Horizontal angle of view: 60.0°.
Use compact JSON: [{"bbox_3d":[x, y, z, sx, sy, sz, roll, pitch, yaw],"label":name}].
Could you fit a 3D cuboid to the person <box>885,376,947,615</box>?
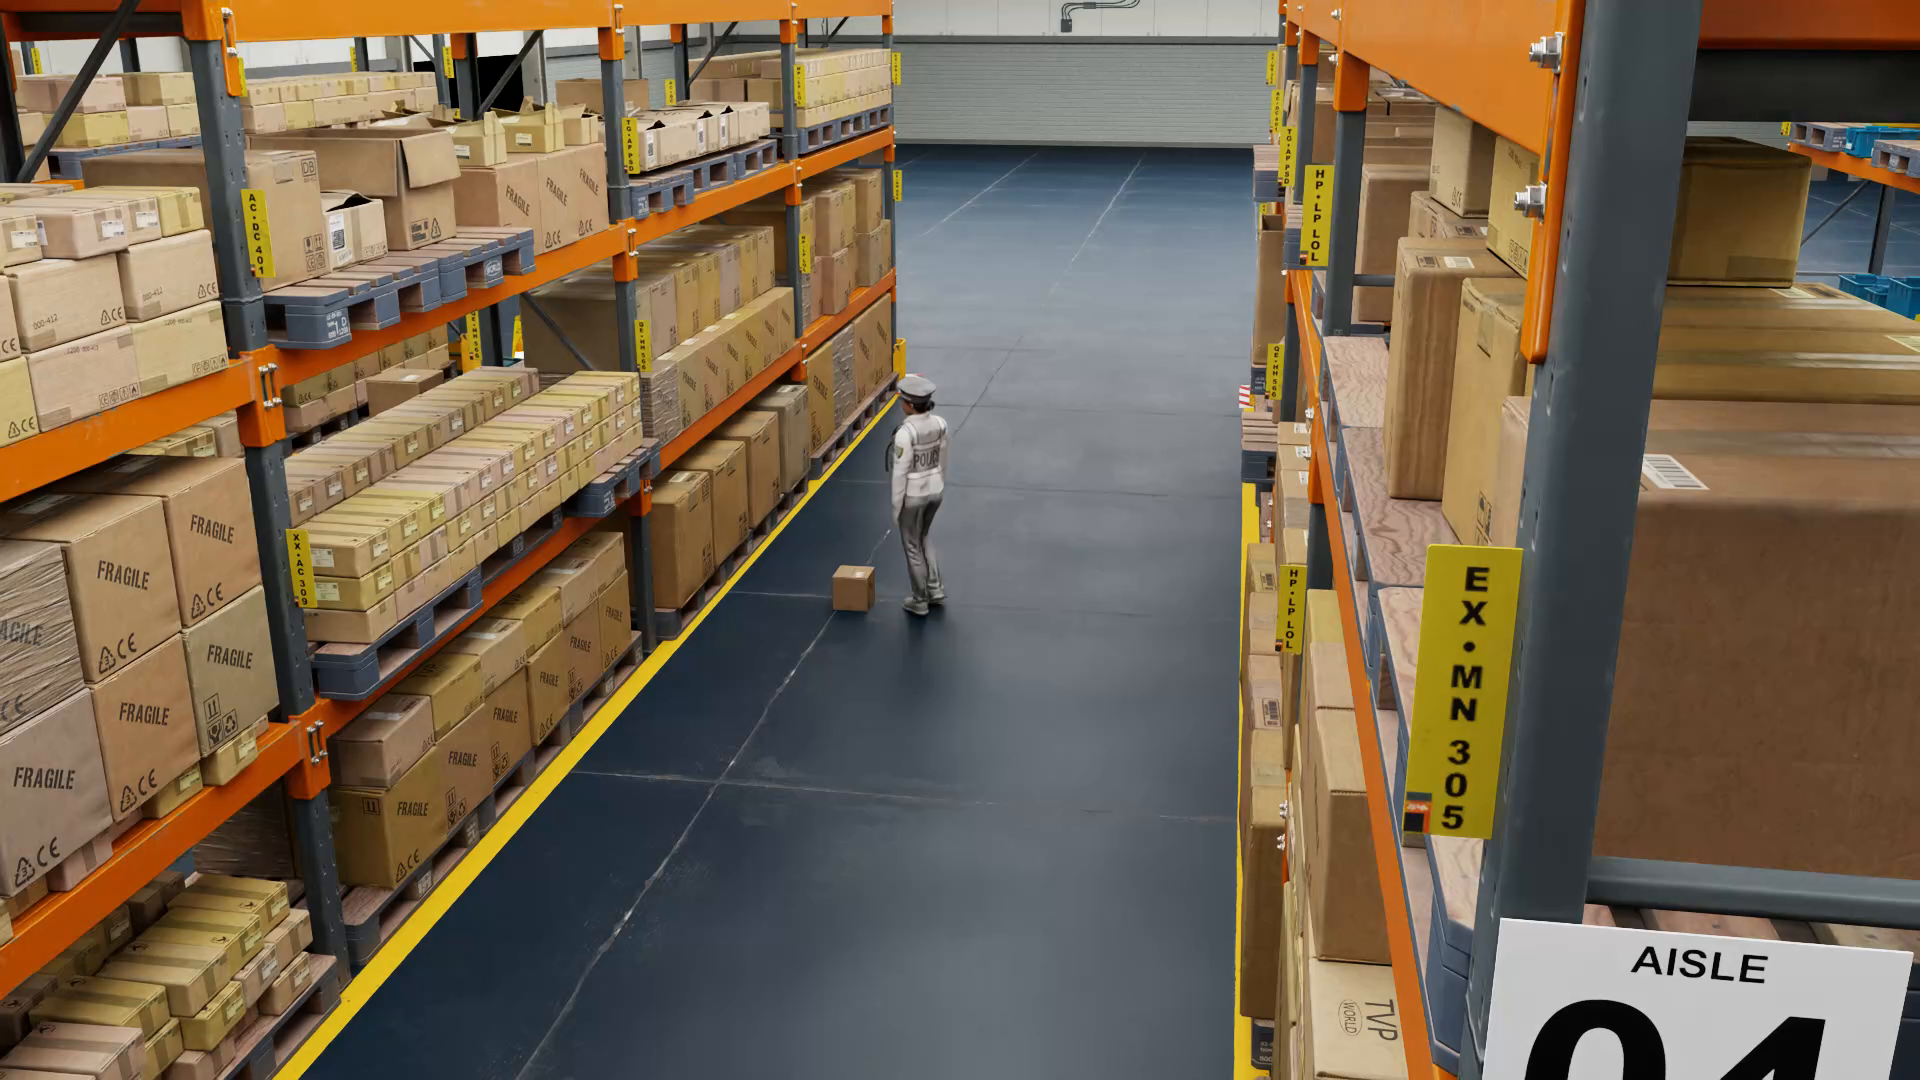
[{"bbox_3d":[-0.302,-0.282,11.415,0.374,1.709,0.527,17,24,42],"label":"person"}]
